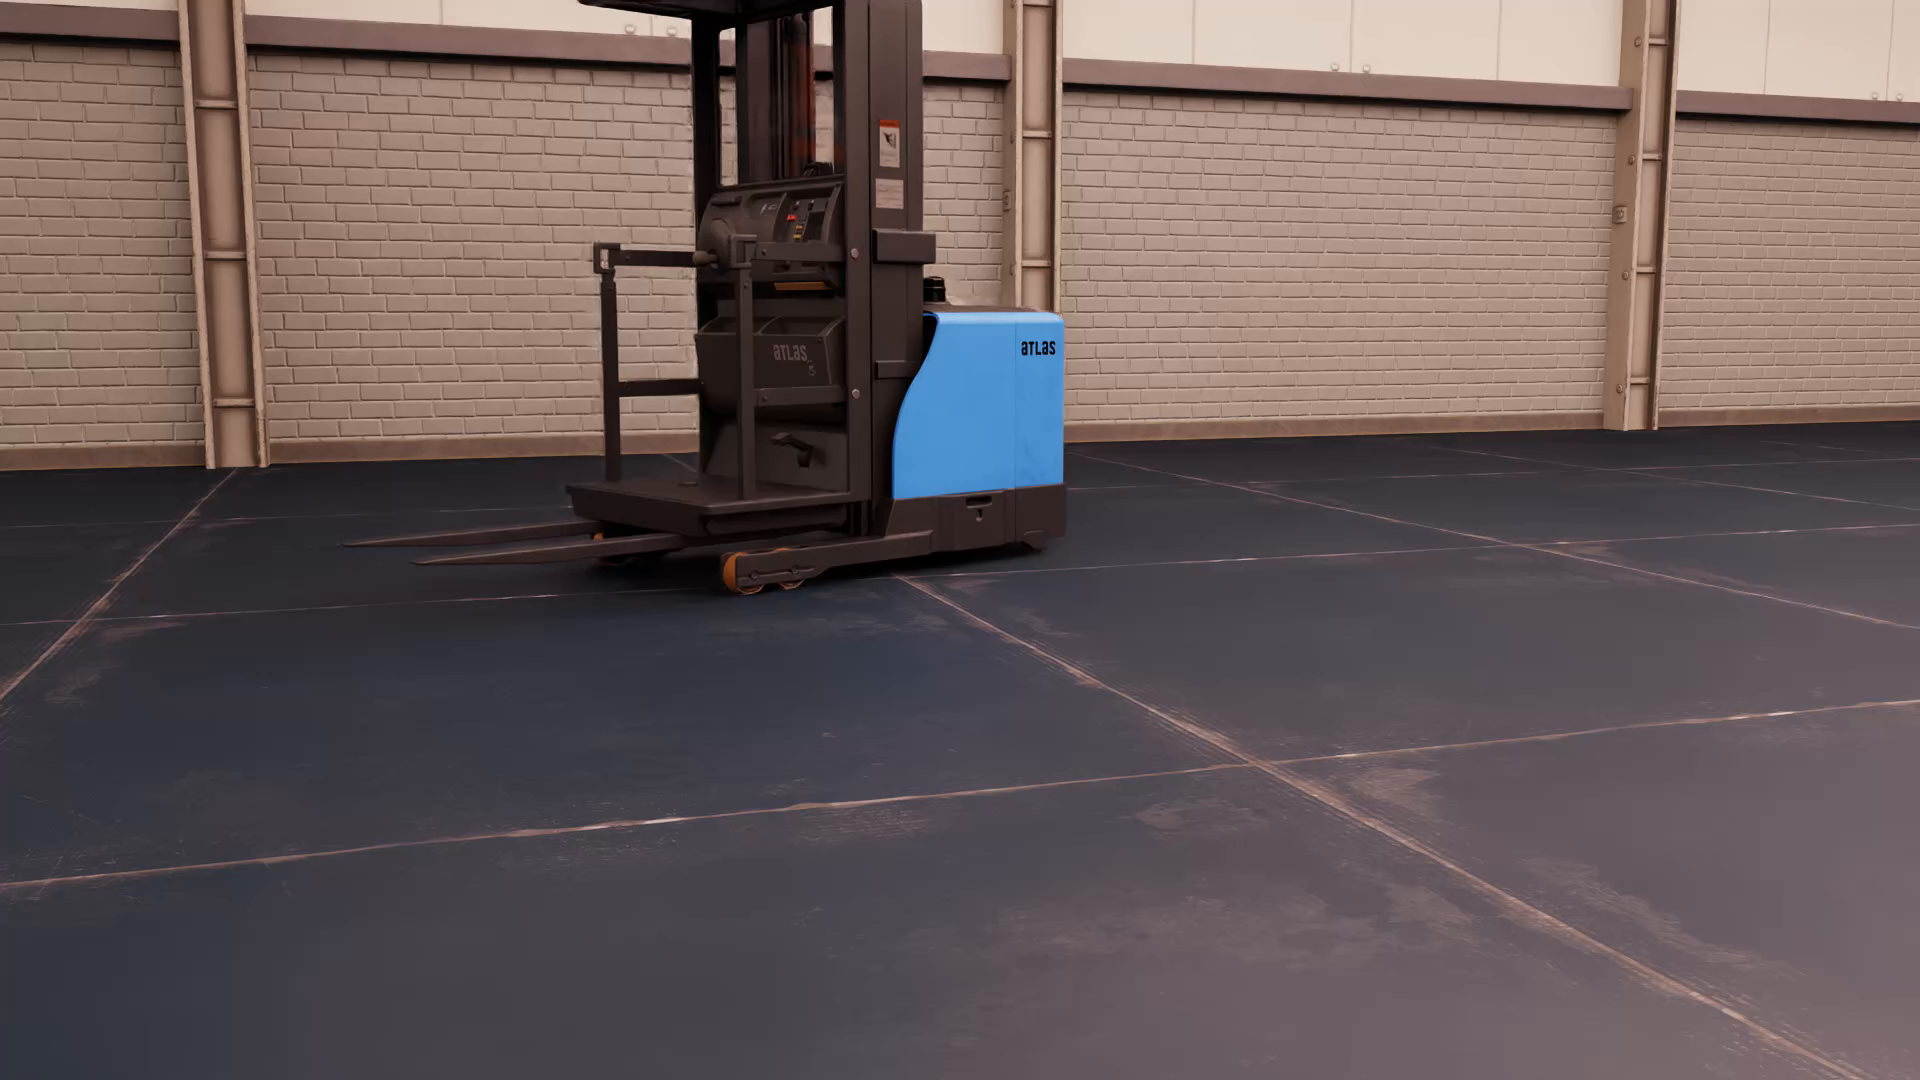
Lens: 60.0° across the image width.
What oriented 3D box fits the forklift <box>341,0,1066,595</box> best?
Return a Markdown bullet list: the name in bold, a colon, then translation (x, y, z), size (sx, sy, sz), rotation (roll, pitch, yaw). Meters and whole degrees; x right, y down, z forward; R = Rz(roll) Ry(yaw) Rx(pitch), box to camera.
- **forklift**: translation (-0.950, -1.321, 6.757), size (3.031, 2.935, 1.130), rotation (-7, 10, -42)
